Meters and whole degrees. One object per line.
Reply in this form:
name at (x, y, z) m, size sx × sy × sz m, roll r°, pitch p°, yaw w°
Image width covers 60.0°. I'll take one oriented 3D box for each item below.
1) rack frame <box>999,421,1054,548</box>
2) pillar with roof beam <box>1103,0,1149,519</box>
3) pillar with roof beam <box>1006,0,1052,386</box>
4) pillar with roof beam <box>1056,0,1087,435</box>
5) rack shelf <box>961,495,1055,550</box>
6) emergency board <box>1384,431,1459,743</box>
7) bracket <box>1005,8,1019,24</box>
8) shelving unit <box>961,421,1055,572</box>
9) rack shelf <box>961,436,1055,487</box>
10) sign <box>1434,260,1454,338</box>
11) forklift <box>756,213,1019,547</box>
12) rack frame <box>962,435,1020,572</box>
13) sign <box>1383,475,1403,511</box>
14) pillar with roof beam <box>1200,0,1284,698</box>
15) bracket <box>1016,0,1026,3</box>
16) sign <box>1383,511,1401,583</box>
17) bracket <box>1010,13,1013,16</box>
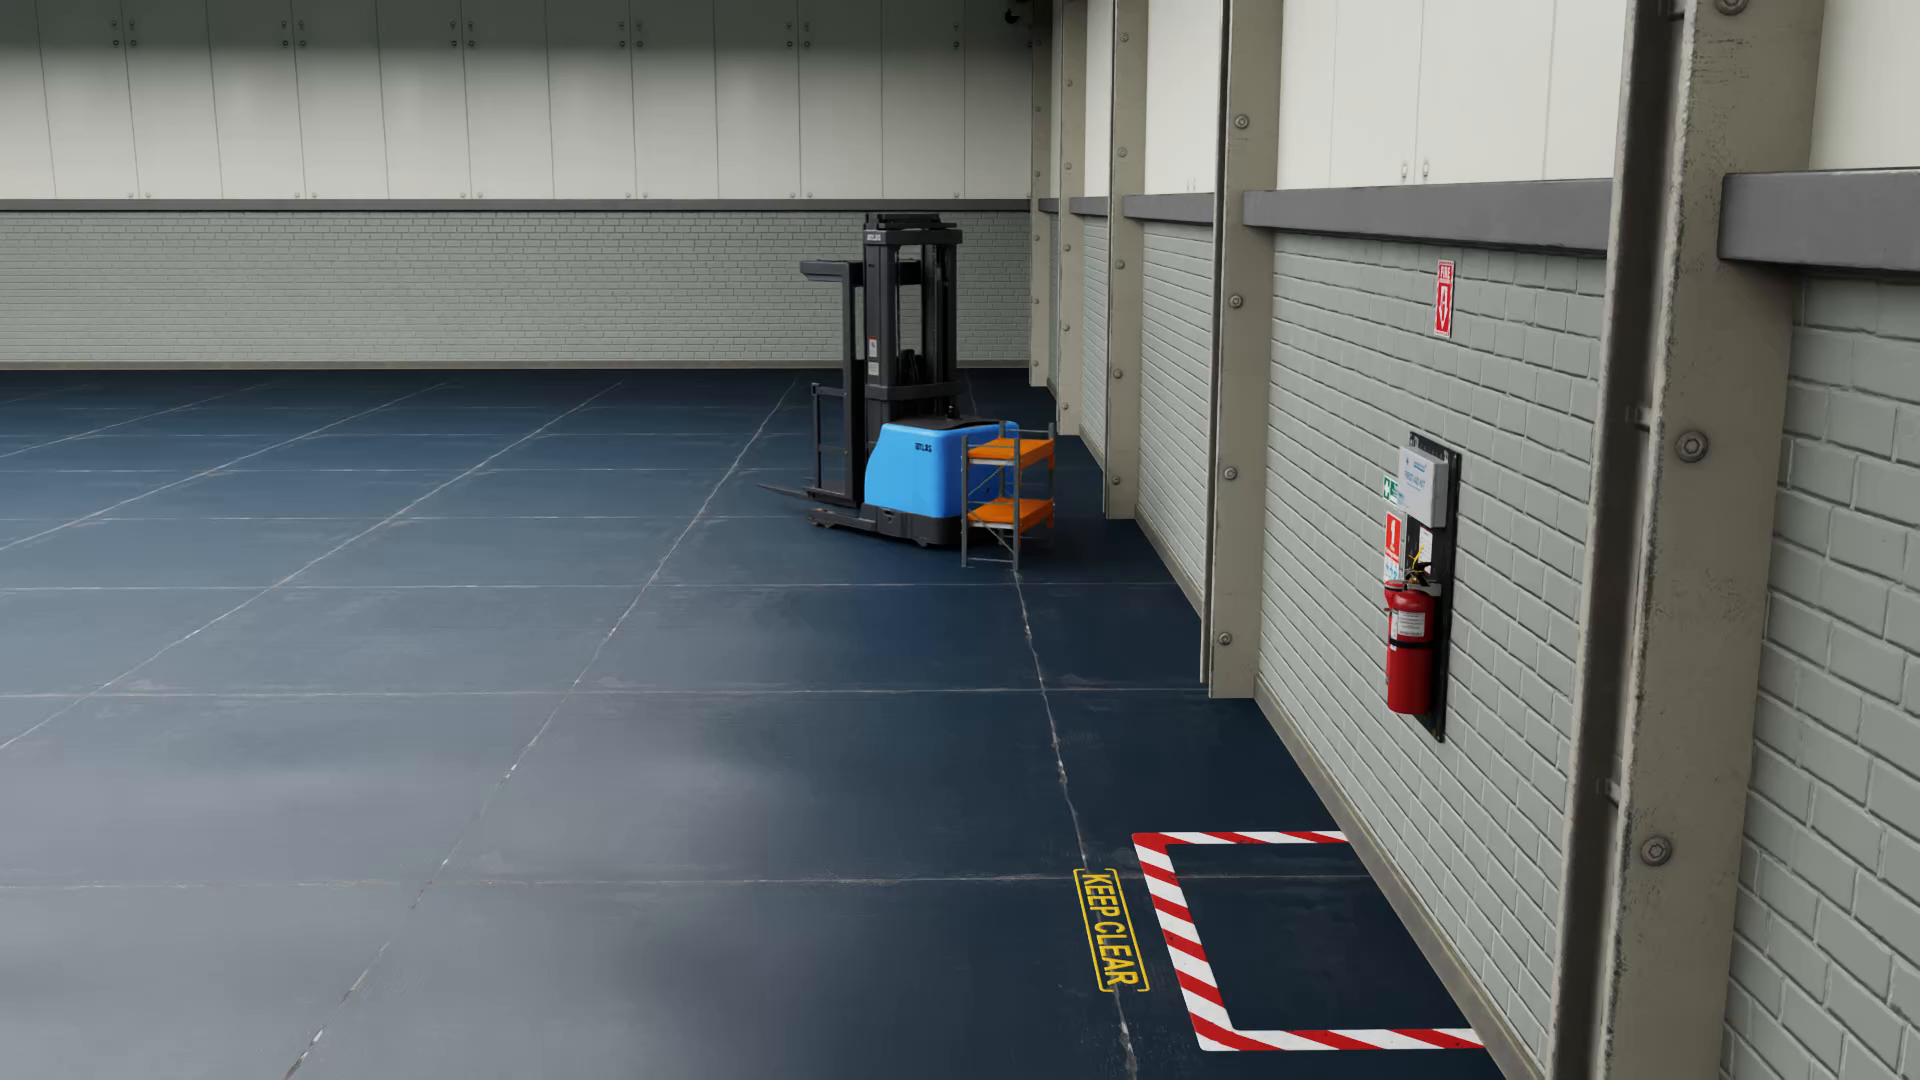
rack frame at (0.592, -0.495, 14.862) m, size 0.500 × 1.125 × 0.032 m, roll 4°, pitch 12°, yaw 19°
pillar with roof beam at (-2.716, -4.638, 15.477) m, size 9.100 × 9.000 × 0.400 m, roll 0°, pitch 11°, yaw -1°
pillar with roof beam at (-2.964, -7.023, 27.235) m, size 9.100 × 9.000 × 0.548 m, roll 0°, pitch 11°, yaw -1°
pillar with roof beam at (-2.840, -5.830, 21.356) m, size 9.100 × 9.000 × 0.400 m, roll 0°, pitch 11°, yaw -1°
rack shelf at (0.424, -0.160, 14.441) m, size 0.538 × 0.278 × 1.000 m, roll 4°, pitch 12°, yaw 19°
emergency board at (1.823, 0.179, 6.825) m, size 0.194 × 1.169 × 0.643 m, roll 0°, pitch 11°, yaw -1°
bracket at (0.927, -9.357, 29.686) m, size 0.235 × 0.232 × 0.430 m, roll 0°, pitch 11°, yaw -1°
shelving unit at (0.424, -0.400, 14.392) m, size 0.538 × 1.125 × 1.048 m, roll 4°, pitch 12°, yaw 19°
rack shelf at (0.424, -0.687, 14.334) m, size 0.538 × 0.278 × 1.000 m, roll 4°, pitch 12°, yaw 19°
sign at (1.922, -0.959, 6.605) m, size 0.001 × 0.298 × 0.199 m, roll 0°, pitch 11°, yaw -1°
forklift at (-0.811, -1.607, 15.801) m, size 1.130 × 2.935 × 3.031 m, roll -10°, pitch 15°, yaw -41°
rack frame at (0.256, -0.305, 13.922) m, size 0.500 × 1.125 × 0.032 m, roll 4°, pitch 12°, yaw 19°
sign at (1.906, -0.208, 7.308) m, size 0.001 × 0.109 × 0.331 m, roll 0°, pitch 11°, yaw -1°
pillar with roof beam at (-2.592, -3.445, 9.598) m, size 9.100 × 9.000 × 0.400 m, roll 0°, pitch 11°, yaw -1°
bracket at (0.993, -8.721, 26.551) m, size 0.235 × 0.232 × 0.430 m, roll 0°, pitch 11°, yaw -1°
sign at (1.914, 0.051, 7.366) m, size 0.001 × 0.329 × 0.234 m, roll 0°, pitch 11°, yaw -1°
bracket at (0.939, -9.240, 29.107) m, size 0.076 × 0.066 × 3.189 m, roll 0°, pitch 11°, yaw -1°
